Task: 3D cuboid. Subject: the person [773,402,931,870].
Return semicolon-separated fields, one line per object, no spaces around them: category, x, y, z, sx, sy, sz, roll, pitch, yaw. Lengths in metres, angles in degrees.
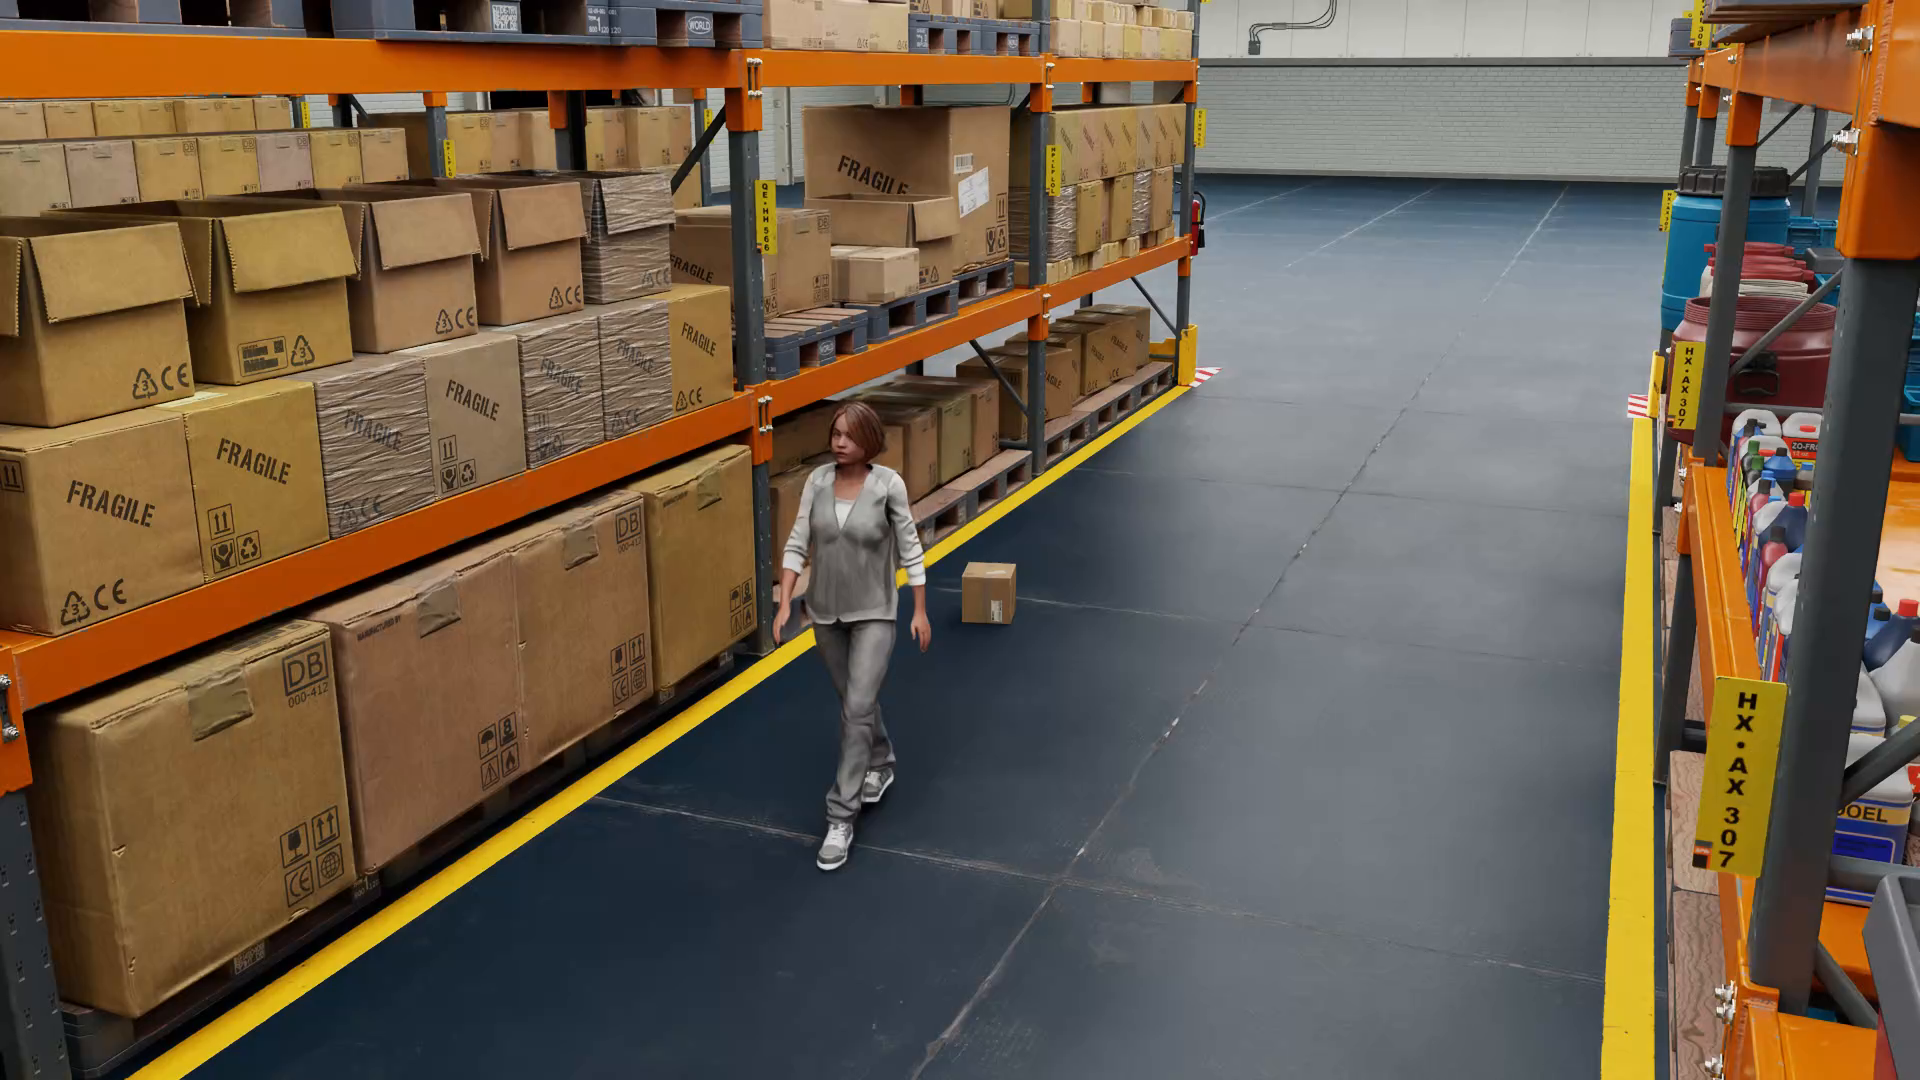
person;-0.405;0.296;5.970;0.519;1.564;0.814;5;17;19
